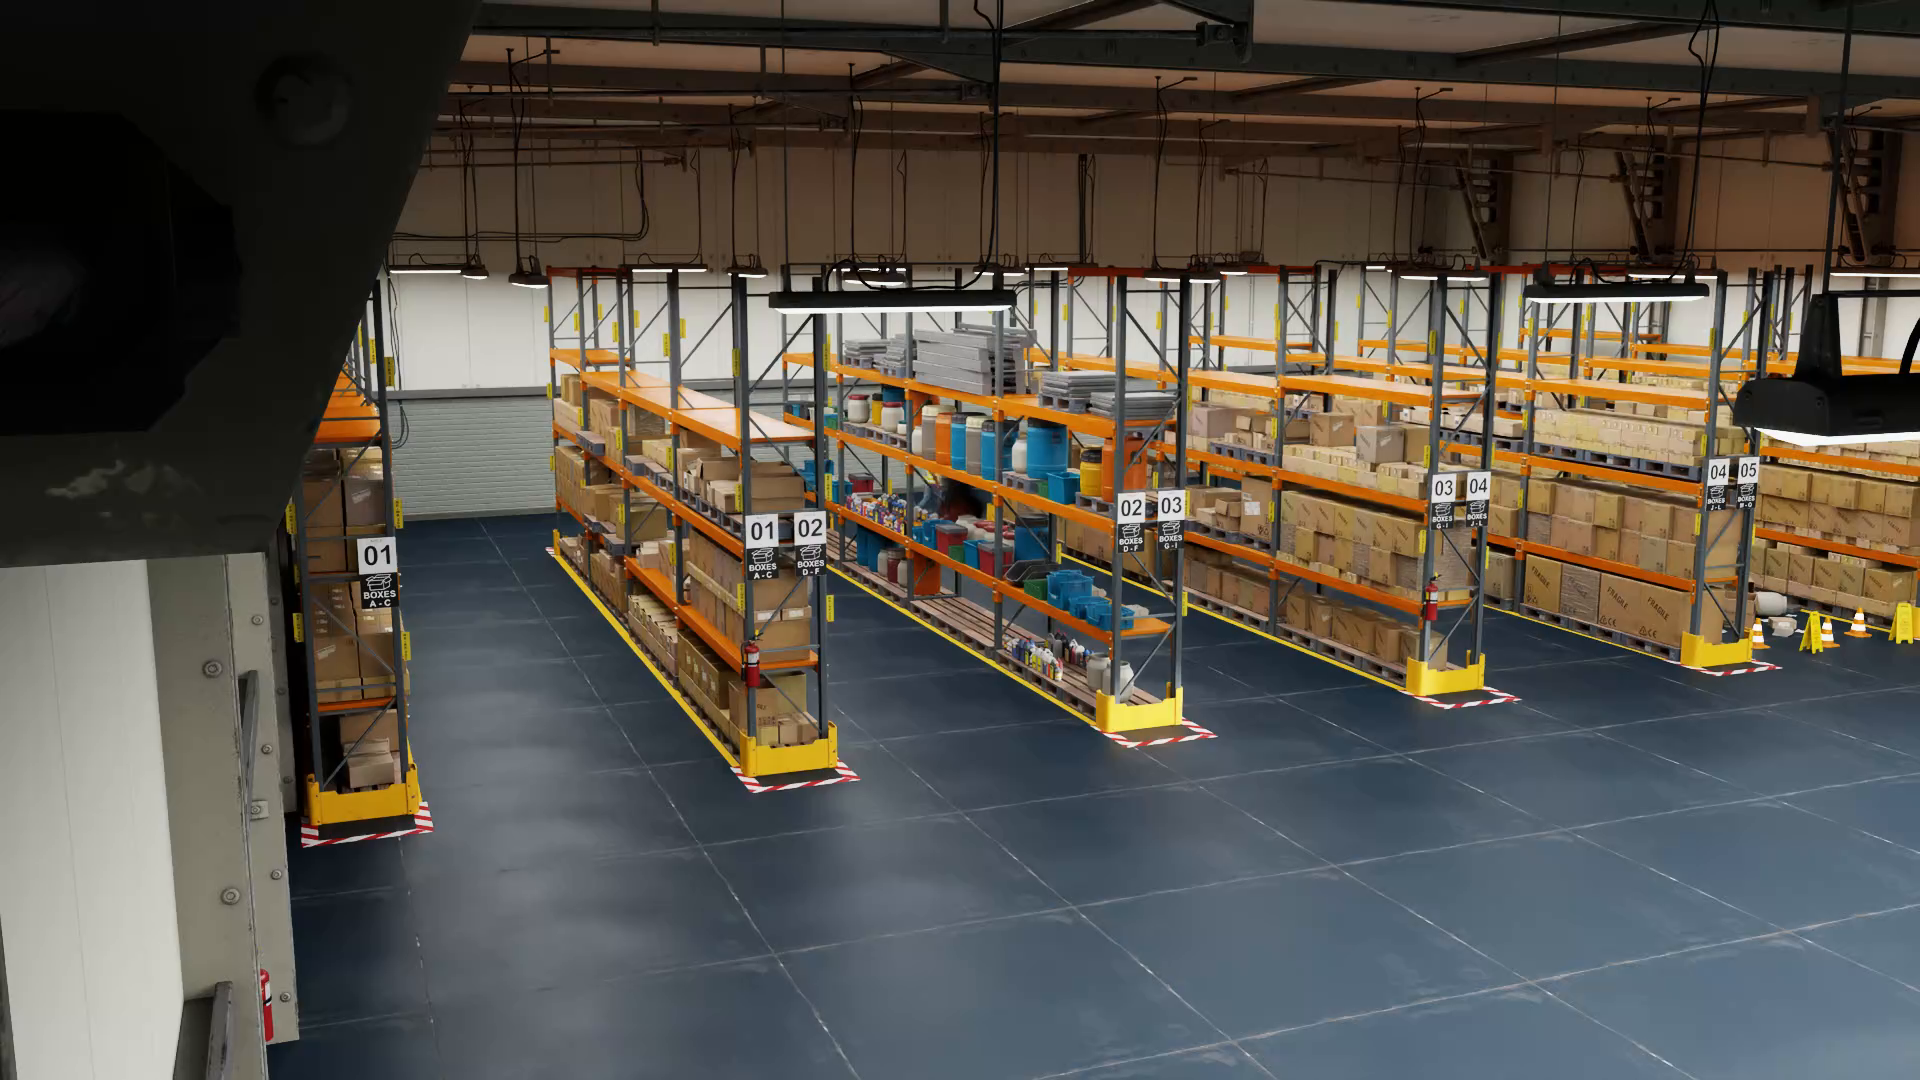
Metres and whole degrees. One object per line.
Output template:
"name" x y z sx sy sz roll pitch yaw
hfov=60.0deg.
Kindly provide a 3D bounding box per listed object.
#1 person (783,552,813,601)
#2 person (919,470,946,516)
"person" -2.593 0.517 27.080 0.669 1.721 0.711 -8 13 -37
"person" -0.587 -1.344 39.341 0.898 1.716 0.686 3 10 16
